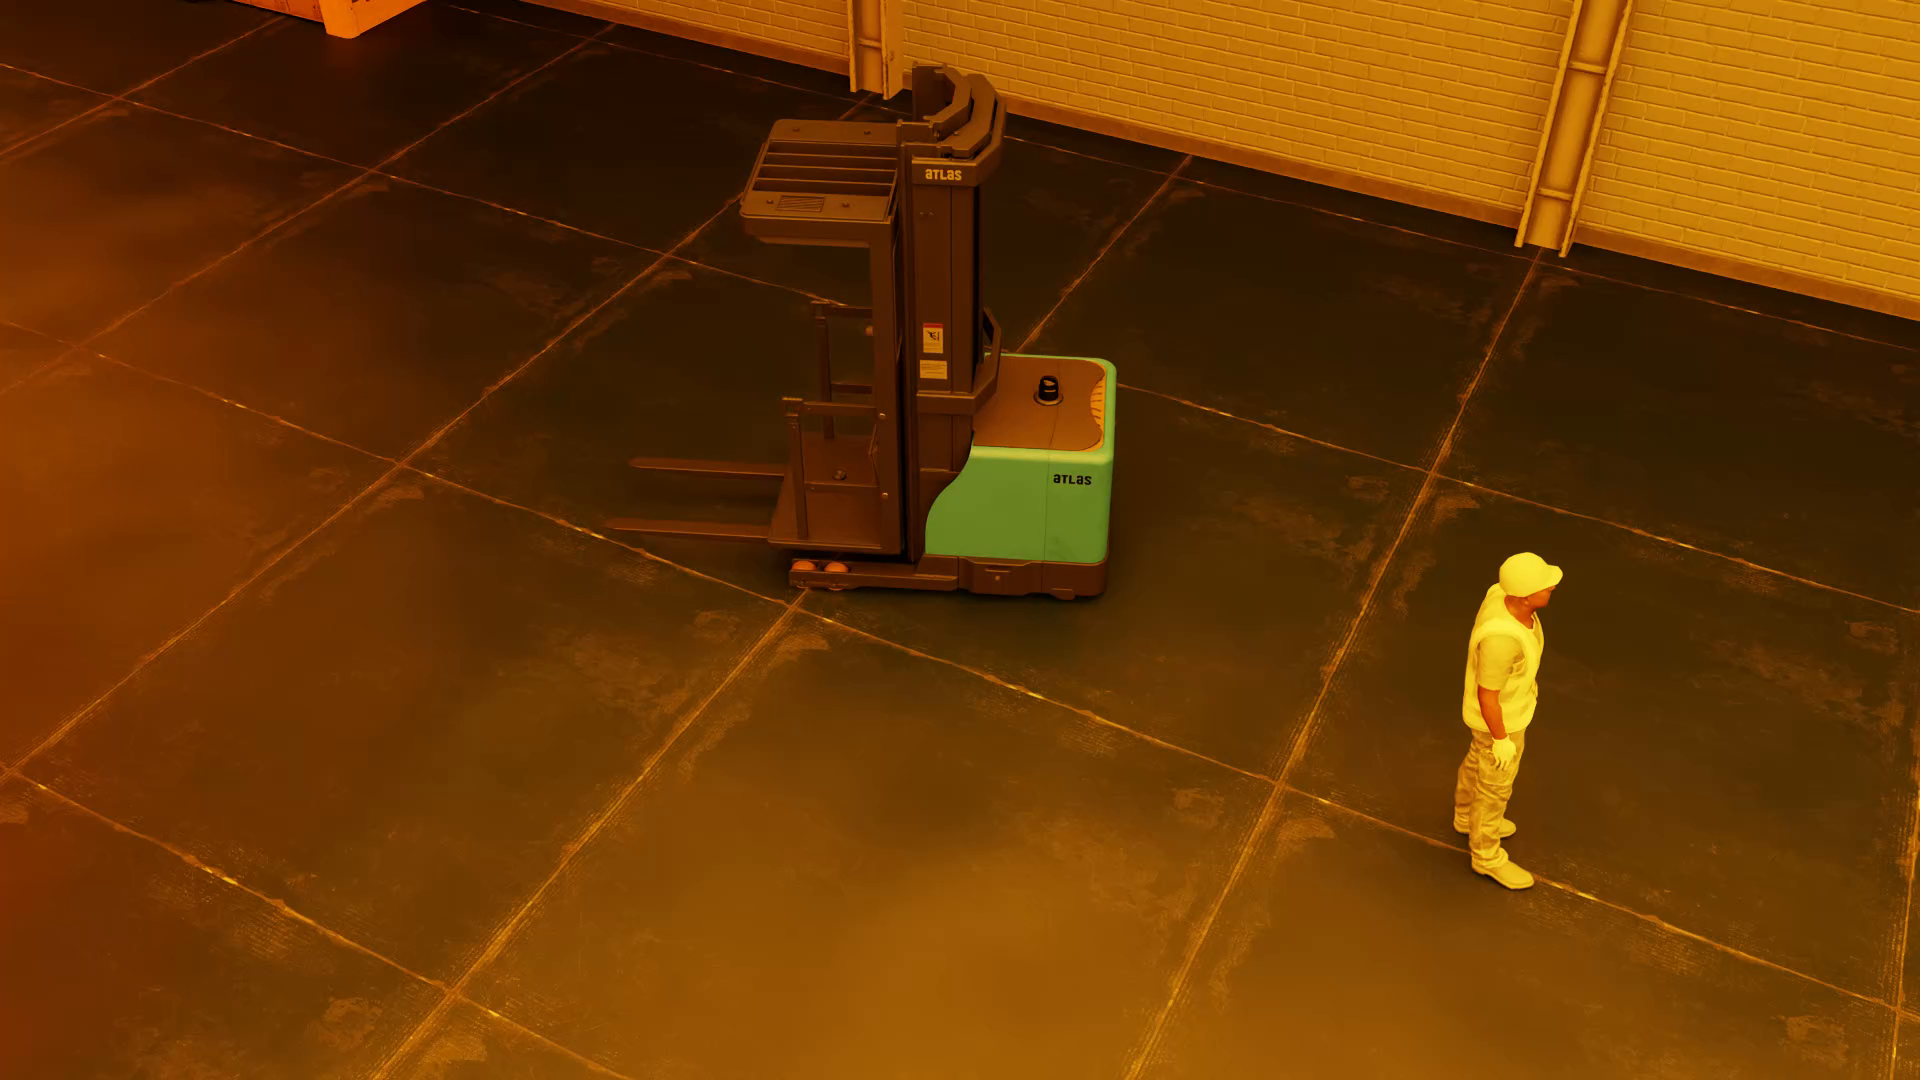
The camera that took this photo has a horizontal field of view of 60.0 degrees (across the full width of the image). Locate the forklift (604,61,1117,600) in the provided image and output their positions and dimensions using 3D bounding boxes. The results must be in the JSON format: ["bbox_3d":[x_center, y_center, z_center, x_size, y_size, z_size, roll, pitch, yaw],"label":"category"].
[{"bbox_3d":[-0.606,-1.157,9.360,3.031,2.935,1.130,3,40,4],"label":"forklift"}]

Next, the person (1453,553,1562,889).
[{"bbox_3d":[2.641,0.812,7.902,0.577,1.782,0.656,13,42,15],"label":"person"}]
